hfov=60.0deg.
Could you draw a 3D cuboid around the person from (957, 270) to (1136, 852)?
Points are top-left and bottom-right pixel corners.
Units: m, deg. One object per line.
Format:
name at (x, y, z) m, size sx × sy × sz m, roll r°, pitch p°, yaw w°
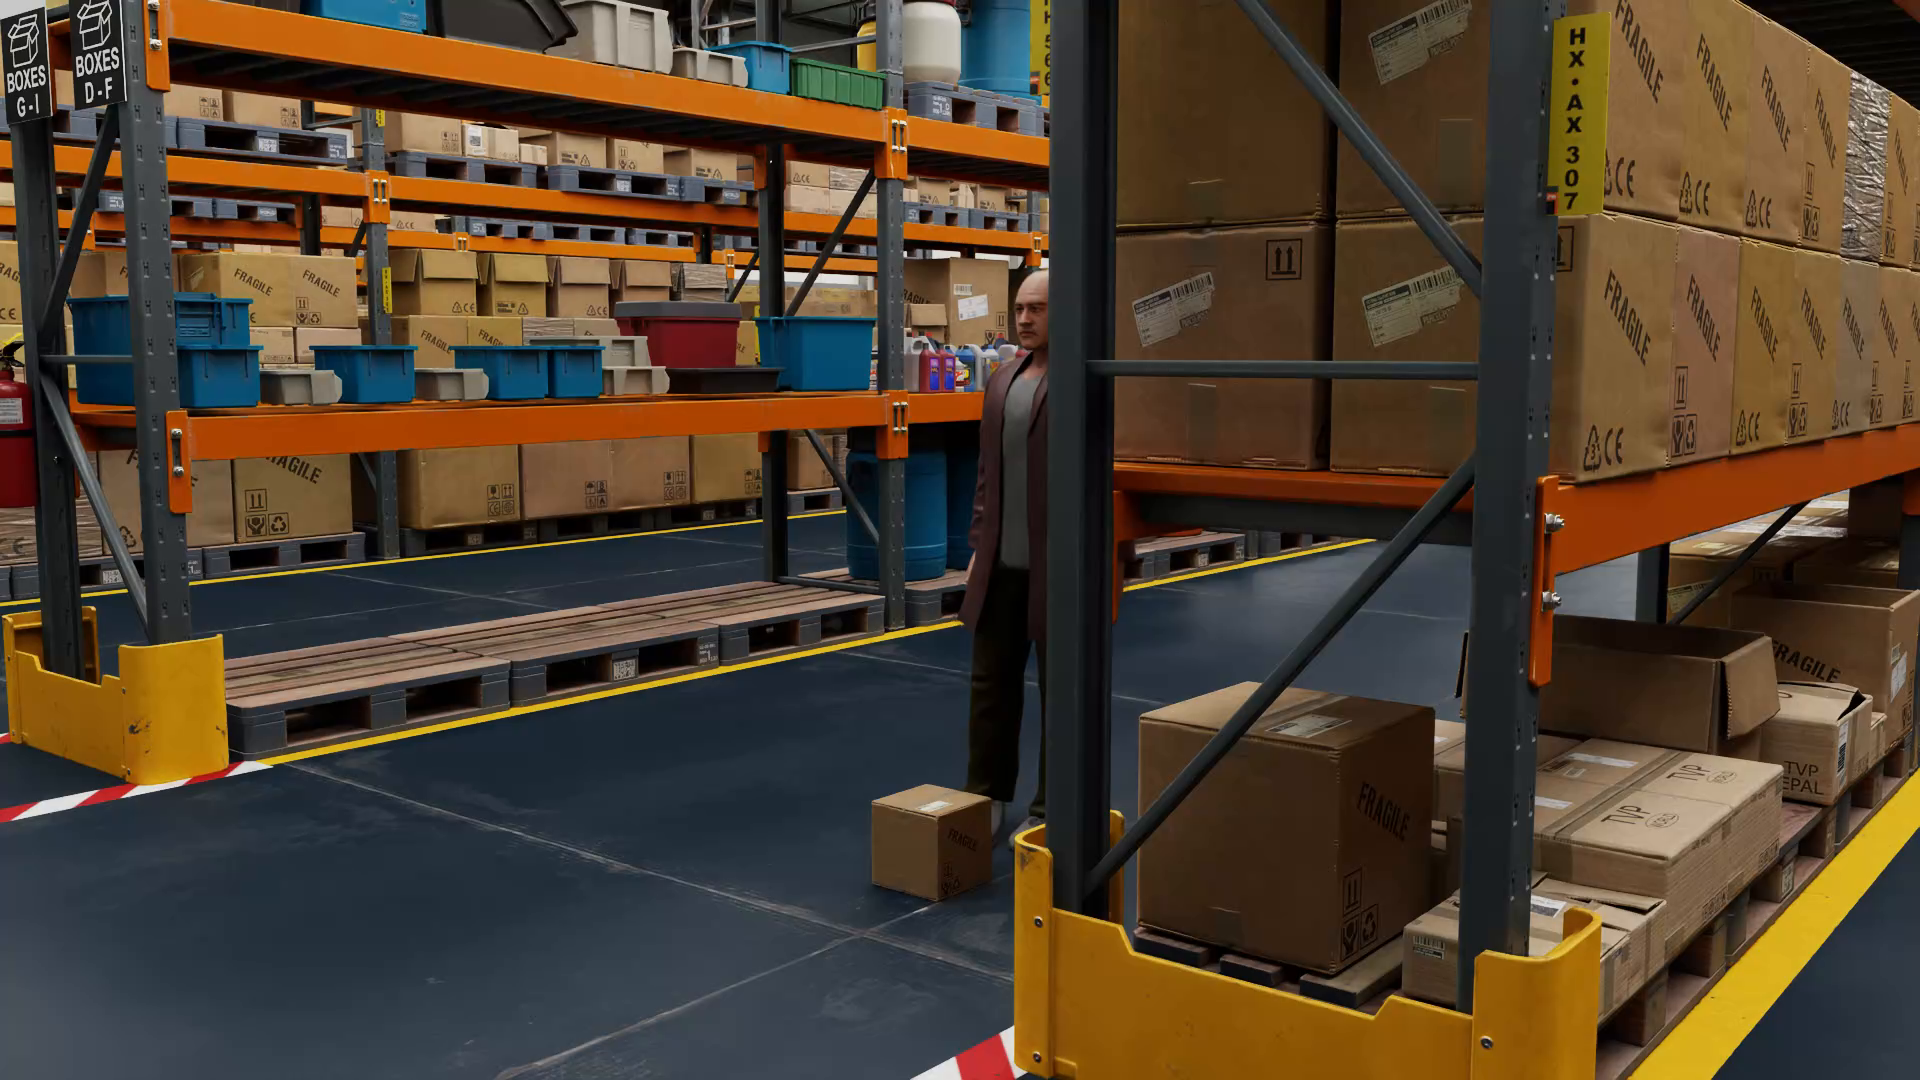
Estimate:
person at (0.242, 0.072, 5.122) m, size 0.617 × 1.790 × 0.390 m, roll 5°, pitch 8°, yaw 39°
